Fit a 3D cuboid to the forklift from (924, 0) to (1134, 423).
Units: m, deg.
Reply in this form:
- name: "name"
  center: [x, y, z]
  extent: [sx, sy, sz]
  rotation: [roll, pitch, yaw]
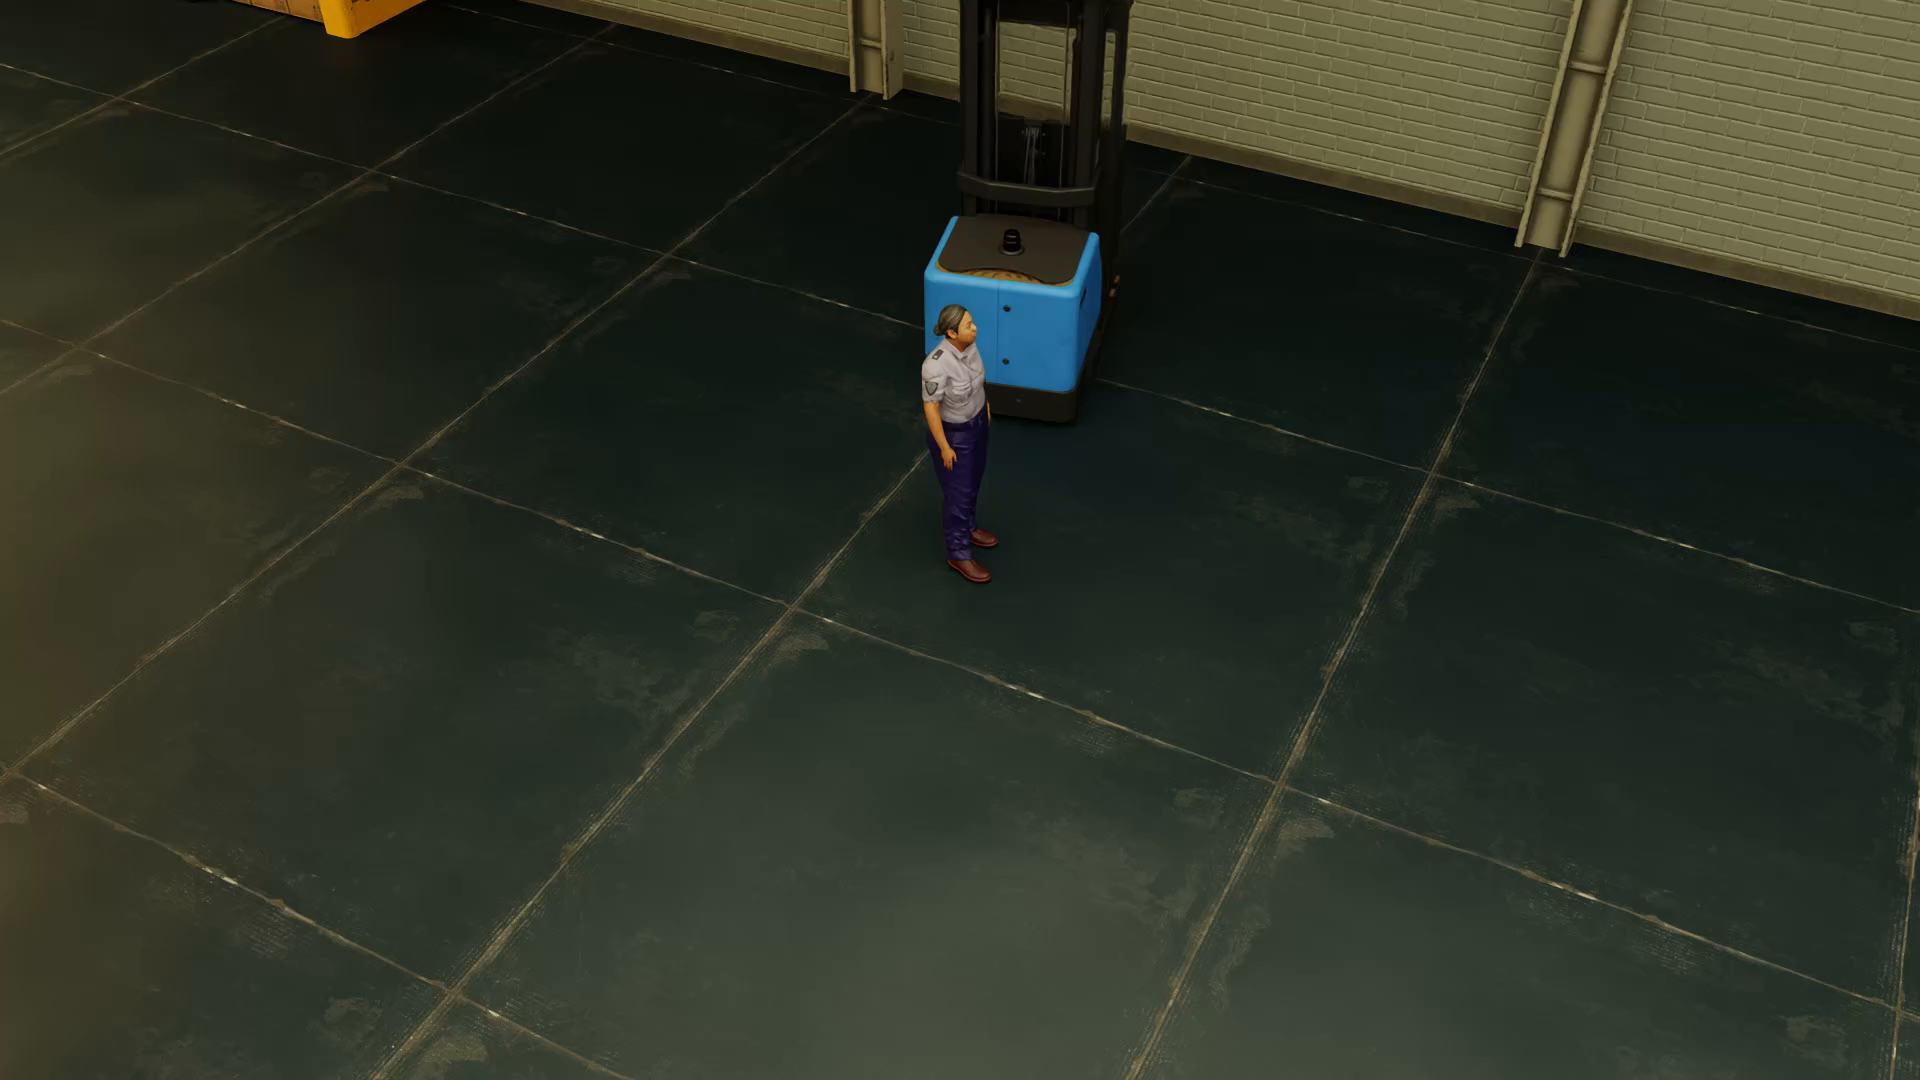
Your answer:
- name: "forklift"
  center: [0.597, -2.859, 11.382]
  extent: [1.130, 2.935, 3.031]
  rotation: [9, 41, 10]

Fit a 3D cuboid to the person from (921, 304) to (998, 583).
- name: "person"
  center: [0.069, -0.597, 9.680]
  extent: [0.503, 1.650, 0.599]
  rotation: [18, 43, 21]
